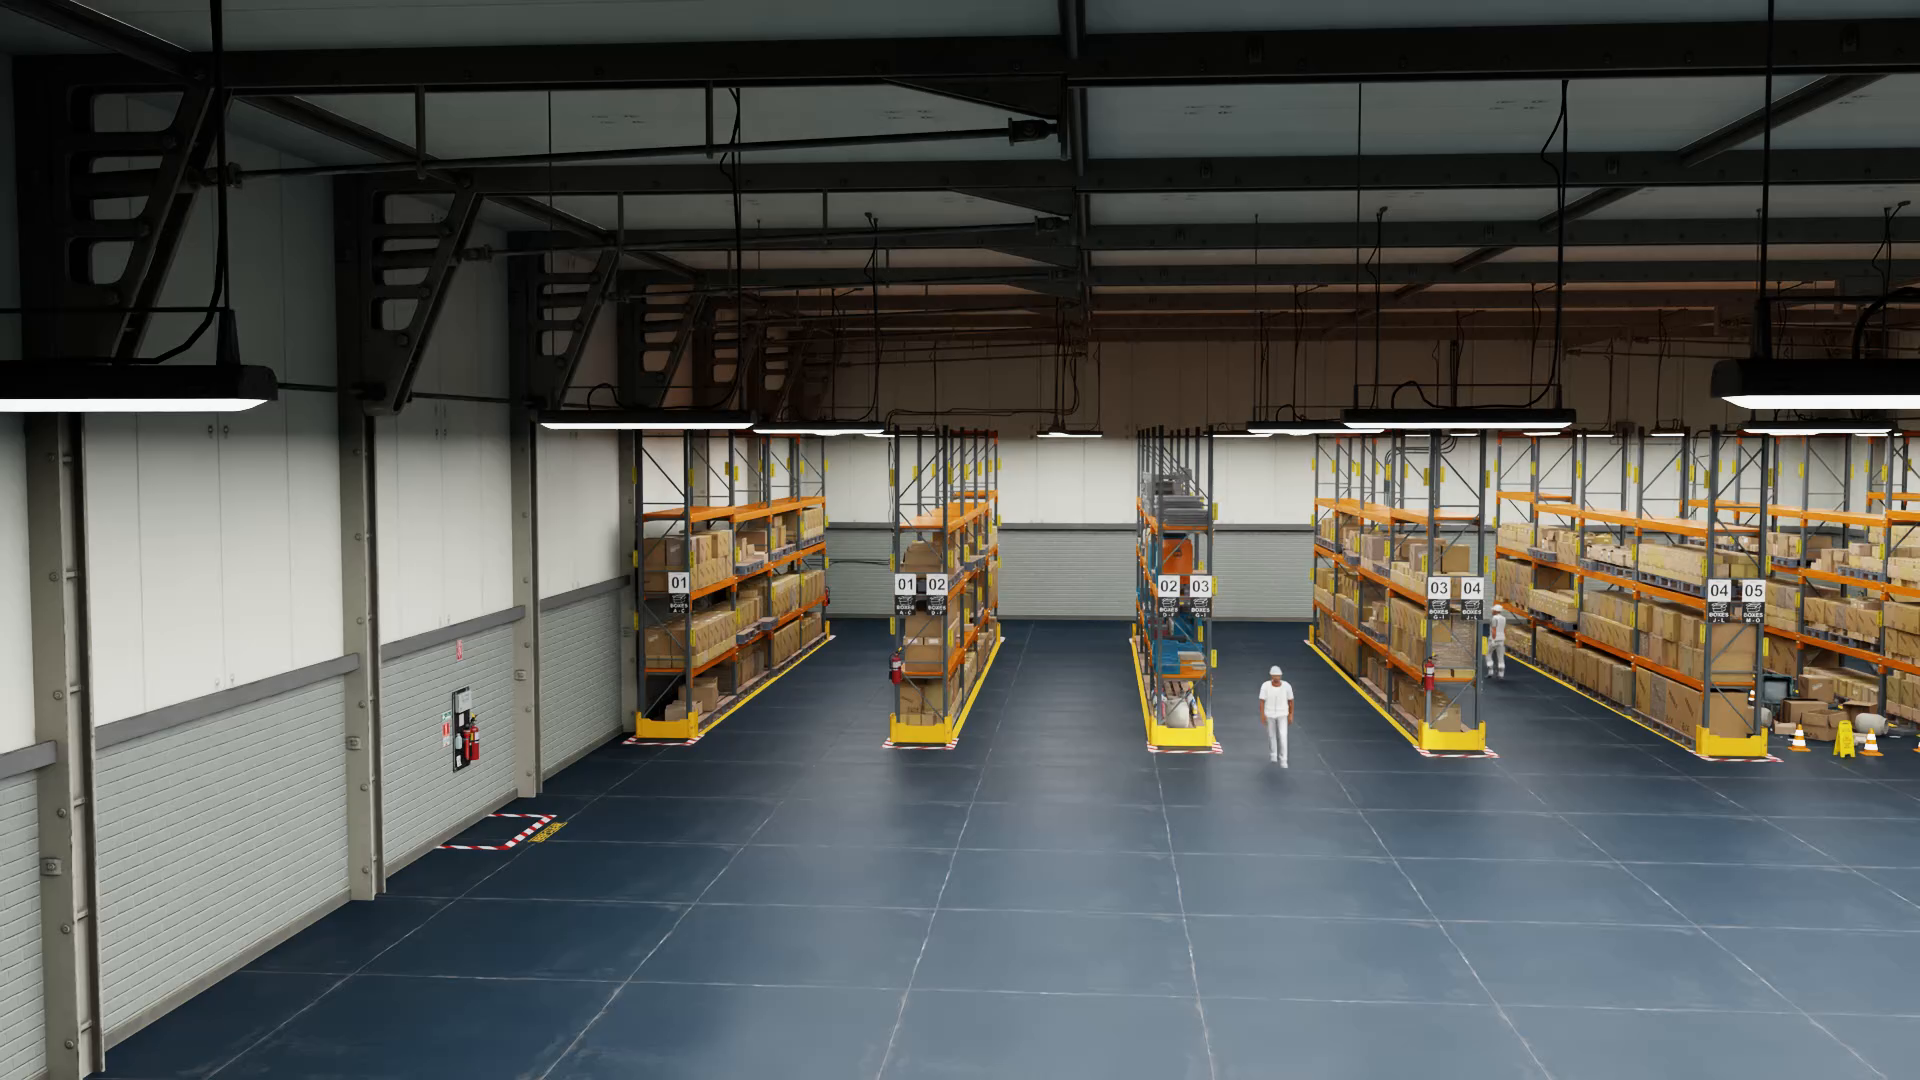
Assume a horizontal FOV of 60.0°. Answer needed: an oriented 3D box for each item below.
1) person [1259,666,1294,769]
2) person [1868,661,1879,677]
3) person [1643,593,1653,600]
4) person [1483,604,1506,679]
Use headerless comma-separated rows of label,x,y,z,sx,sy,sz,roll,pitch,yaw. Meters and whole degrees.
person,5.538,3.077,29.156,0.587,1.720,0.925,1,4,16
person,21.433,2.581,38.697,0.430,1.589,0.401,0,3,-6
person,18.485,2.223,44.402,0.624,1.669,0.872,-2,4,-30
person,12.888,2.448,39.811,0.510,1.807,0.544,-1,3,-10
